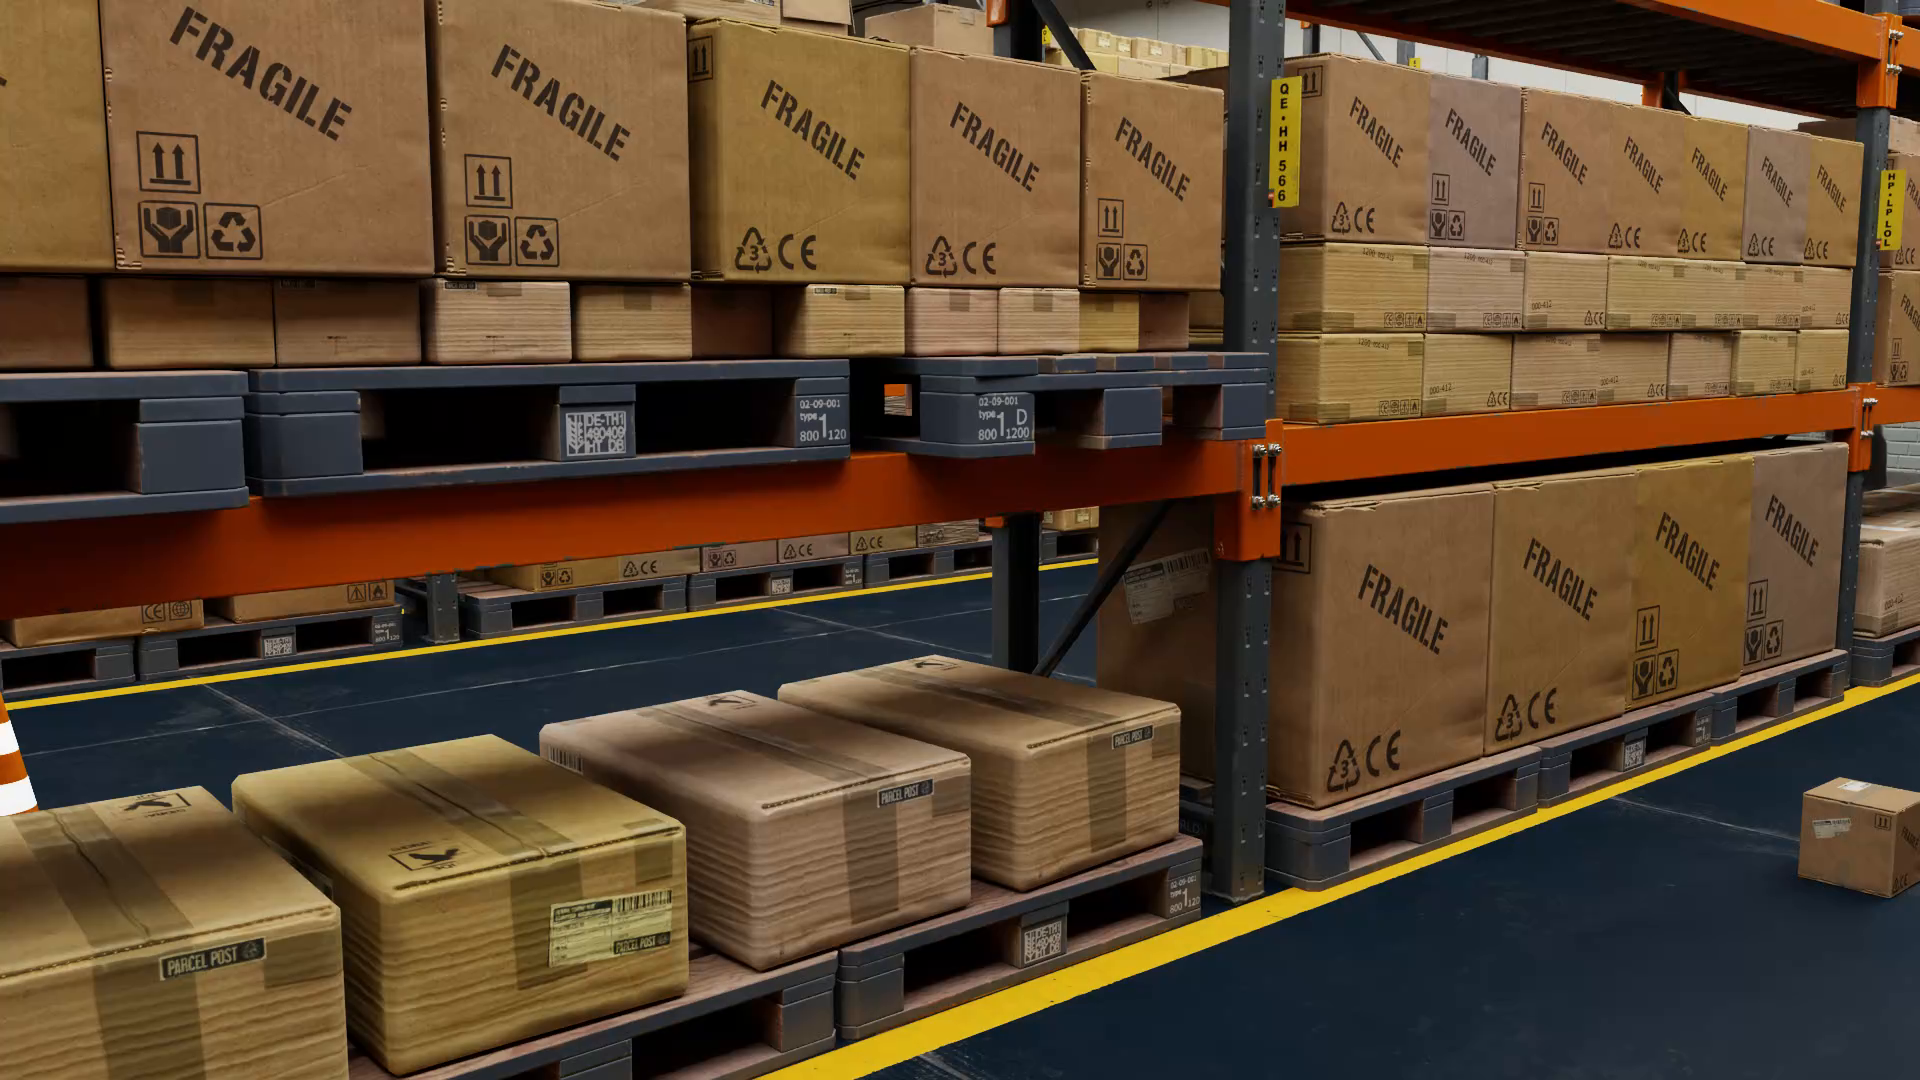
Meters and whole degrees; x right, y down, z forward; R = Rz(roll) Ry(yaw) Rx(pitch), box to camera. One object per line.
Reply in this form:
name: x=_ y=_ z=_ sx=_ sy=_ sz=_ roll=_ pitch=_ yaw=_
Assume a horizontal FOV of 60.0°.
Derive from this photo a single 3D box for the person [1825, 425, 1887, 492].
person: x=6.220 y=-0.766 z=11.616 sx=0.865 sy=1.618 sz=0.549 roll=-2 pitch=8 yaw=-14
